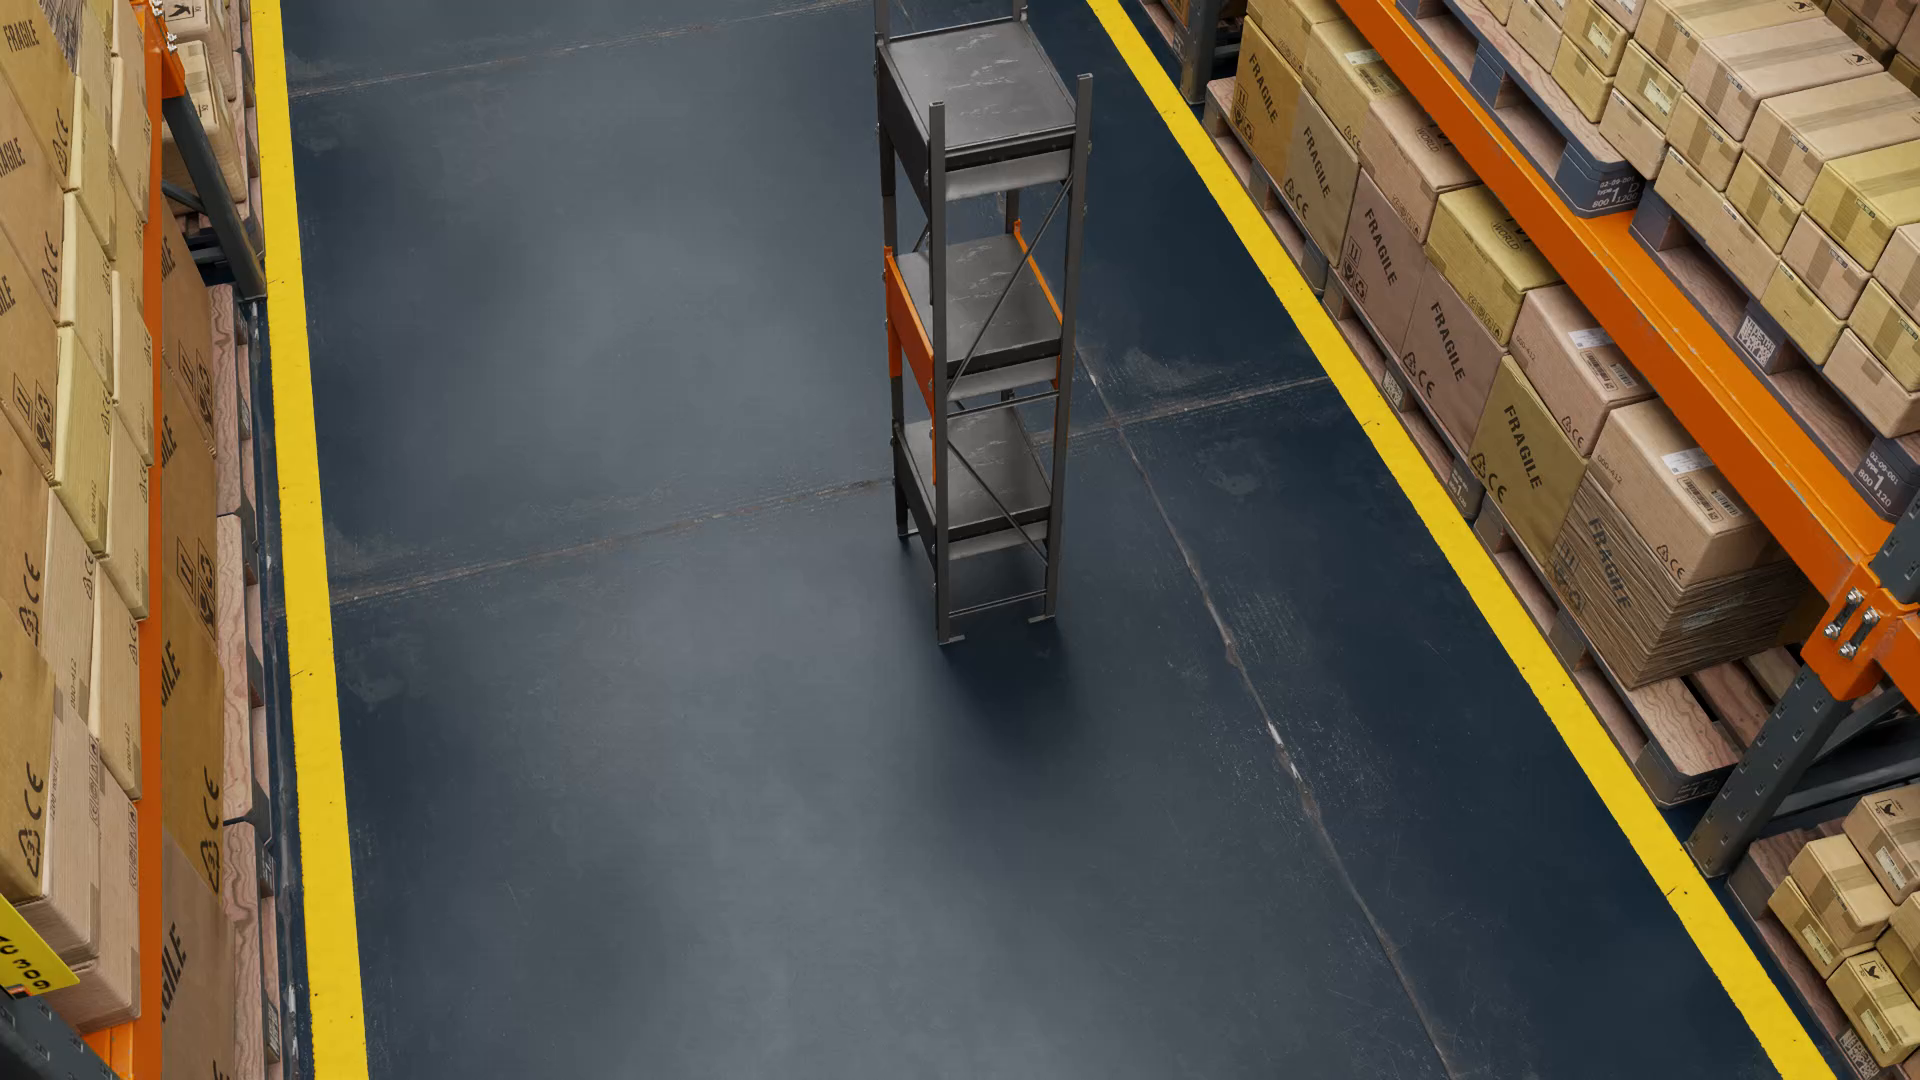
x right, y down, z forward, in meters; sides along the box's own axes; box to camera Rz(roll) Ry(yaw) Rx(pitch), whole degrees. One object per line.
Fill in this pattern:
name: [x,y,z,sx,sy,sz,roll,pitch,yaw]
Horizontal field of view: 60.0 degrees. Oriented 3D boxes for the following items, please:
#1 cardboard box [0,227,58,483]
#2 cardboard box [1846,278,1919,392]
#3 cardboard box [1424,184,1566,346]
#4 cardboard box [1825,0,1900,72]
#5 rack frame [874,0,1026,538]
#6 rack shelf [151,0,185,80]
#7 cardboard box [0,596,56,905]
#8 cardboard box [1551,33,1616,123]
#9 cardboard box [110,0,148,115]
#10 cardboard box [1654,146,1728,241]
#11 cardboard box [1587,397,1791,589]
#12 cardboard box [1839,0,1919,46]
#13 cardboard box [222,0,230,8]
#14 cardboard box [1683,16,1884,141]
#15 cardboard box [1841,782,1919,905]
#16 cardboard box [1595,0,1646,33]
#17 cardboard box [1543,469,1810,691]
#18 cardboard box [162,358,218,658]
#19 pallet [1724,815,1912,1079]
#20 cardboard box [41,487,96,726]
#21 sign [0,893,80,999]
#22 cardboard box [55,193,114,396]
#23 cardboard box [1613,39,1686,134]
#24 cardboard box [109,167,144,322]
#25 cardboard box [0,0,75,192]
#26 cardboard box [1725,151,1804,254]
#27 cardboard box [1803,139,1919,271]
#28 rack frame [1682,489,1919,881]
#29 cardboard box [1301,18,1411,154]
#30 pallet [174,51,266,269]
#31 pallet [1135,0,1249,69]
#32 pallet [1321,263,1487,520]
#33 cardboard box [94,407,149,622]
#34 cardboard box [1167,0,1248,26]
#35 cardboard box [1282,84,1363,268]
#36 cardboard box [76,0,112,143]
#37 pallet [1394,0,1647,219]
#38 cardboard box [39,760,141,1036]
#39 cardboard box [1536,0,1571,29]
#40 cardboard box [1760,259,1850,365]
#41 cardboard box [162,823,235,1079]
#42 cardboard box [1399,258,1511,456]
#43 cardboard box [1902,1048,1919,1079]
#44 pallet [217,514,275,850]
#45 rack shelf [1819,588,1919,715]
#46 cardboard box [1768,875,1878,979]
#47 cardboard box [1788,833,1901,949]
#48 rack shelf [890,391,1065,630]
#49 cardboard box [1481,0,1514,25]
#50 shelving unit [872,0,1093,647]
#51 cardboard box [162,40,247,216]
cardboard box: [-2.218,-0.401,3.407,0.500,0.500,0.500,-14,51,-12]
cardboard box: [2.353,-0.517,3.919,0.380,0.149,0.250,-12,51,-10]
cardboard box: [1.888,-0.941,5.451,0.500,0.250,0.500,-15,52,-13]
cardboard box: [2.668,-1.427,4.686,0.380,0.149,0.250,-11,51,-10]
rack frame: [-0.023,-0.734,4.996,0.400,2.100,0.015,-13,51,-11]
rack shelf: [-3.814,-3.078,6.854,1.077,0.370,4.000,-13,51,-11]
cardboard box: [-1.895,0.331,2.790,0.500,0.500,0.500,-13,51,-11]
cardboard box: [1.965,-1.371,4.834,0.380,0.149,0.250,-11,51,-9]
cardboard box: [-2.825,-1.490,5.143,0.500,0.250,0.500,-15,51,-12]
cardboard box: [2.130,-0.976,4.500,0.380,0.149,0.250,-16,52,-13]
cardboard box: [2.198,-0.179,4.809,0.500,0.250,0.500,-15,51,-12]
cardboard box: [2.673,-1.519,4.569,0.380,0.149,0.250,-14,51,-11]
cardboard box: [-3.825,-2.645,7.462,0.950,0.372,0.625,-12,51,-10]
cardboard box: [2.122,-1.193,4.294,0.380,0.149,0.250,-13,51,-11]
cardboard box: [2.563,0.769,4.340,0.380,0.149,0.250,-11,51,-9]
cardboard box: [1.970,-1.568,4.611,0.380,0.149,0.250,-15,52,-13]
cardboard box: [2.200,0.066,5.093,0.500,0.500,0.500,-14,51,-12]
cardboard box: [-2.838,-0.124,5.008,0.875,0.875,0.875,-13,51,-11]
pallet: [2.892,1.260,4.549,1.003,0.211,1.213,-13,51,-11]
cardboard box: [-2.081,0.200,3.391,0.500,0.250,0.500,-13,51,-10]
sign: [-1.510,0.641,2.630,0.100,0.325,0.005,-13,51,-11]
cardboard box: [-2.356,-0.544,4.018,0.500,0.250,0.500,-15,51,-12]
cardboard box: [2.043,-1.280,4.563,0.380,0.149,0.250,-16,52,-13]
cardboard box: [-2.525,-0.750,4.518,0.500,0.250,0.500,-14,51,-11]
cardboard box: [-2.519,-1.148,4.037,0.500,0.500,0.500,-13,51,-11]
cardboard box: [2.203,-0.891,4.235,0.380,0.149,0.250,-11,51,-9]
cardboard box: [2.274,-0.812,3.973,0.380,0.149,0.250,-15,51,-12]
rack frame: [2.659,-0.121,3.890,1.000,3.000,0.127,-13,51,-11]
cardboard box: [1.599,-1.685,6.079,0.500,0.250,0.500,-14,51,-11]
pallet: [-3.452,-1.522,6.895,1.003,0.211,1.213,-13,51,-11]
pallet: [1.315,-2.737,7.919,1.003,0.211,1.213,-13,51,-11]
pallet: [2.063,-0.683,6.188,1.003,0.211,1.213,-13,51,-11]
cardboard box: [-2.208,-0.016,3.900,0.500,0.250,0.500,-14,51,-11]
cardboard box: [1.382,-2.918,7.445,1.050,0.750,0.750,-14,51,-11]
cardboard box: [1.594,-1.431,6.355,0.500,0.500,0.500,-13,51,-11]
cardboard box: [-2.681,-1.292,4.649,0.500,0.250,0.500,-14,51,-12]
pallet: [2.101,-1.544,5.215,1.003,0.211,1.213,-13,51,-11]
cardboard box: [-1.917,0.739,3.263,0.500,0.250,0.500,-14,51,-12]
cardboard box: [1.893,-1.658,4.881,0.380,0.149,0.250,-12,51,-10]
cardboard box: [2.275,-0.610,4.192,0.380,0.149,0.250,-13,51,-11]
cardboard box: [-2.299,1.187,3.903,0.875,0.875,0.875,-12,51,-10]
cardboard box: [1.901,-0.685,5.726,0.500,0.500,0.500,-14,51,-12]
cardboard box: [2.662,1.365,4.227,0.380,0.149,0.250,-14,51,-11]
pallet: [-2.704,0.532,5.164,1.003,0.211,1.213,-13,51,-11]
rack shelf: [3.251,1.572,2.934,1.077,0.370,4.000,-13,51,-11]
cardboard box: [2.460,1.001,4.534,0.380,0.149,0.250,-15,52,-13]
cardboard box: [2.461,0.904,4.422,0.380,0.149,0.250,-11,51,-9]
rack shelf: [0.049,-0.096,5.391,0.431,0.518,0.480,-13,51,-11]
cardboard box: [1.810,-1.757,5.159,0.380,0.149,0.250,-13,51,-10]
shelving unit: [0.049,-0.556,4.845,0.431,2.100,0.503,-13,51,-11]
cardboard box: [-3.380,-1.553,6.541,0.950,0.372,0.625,-16,52,-13]
